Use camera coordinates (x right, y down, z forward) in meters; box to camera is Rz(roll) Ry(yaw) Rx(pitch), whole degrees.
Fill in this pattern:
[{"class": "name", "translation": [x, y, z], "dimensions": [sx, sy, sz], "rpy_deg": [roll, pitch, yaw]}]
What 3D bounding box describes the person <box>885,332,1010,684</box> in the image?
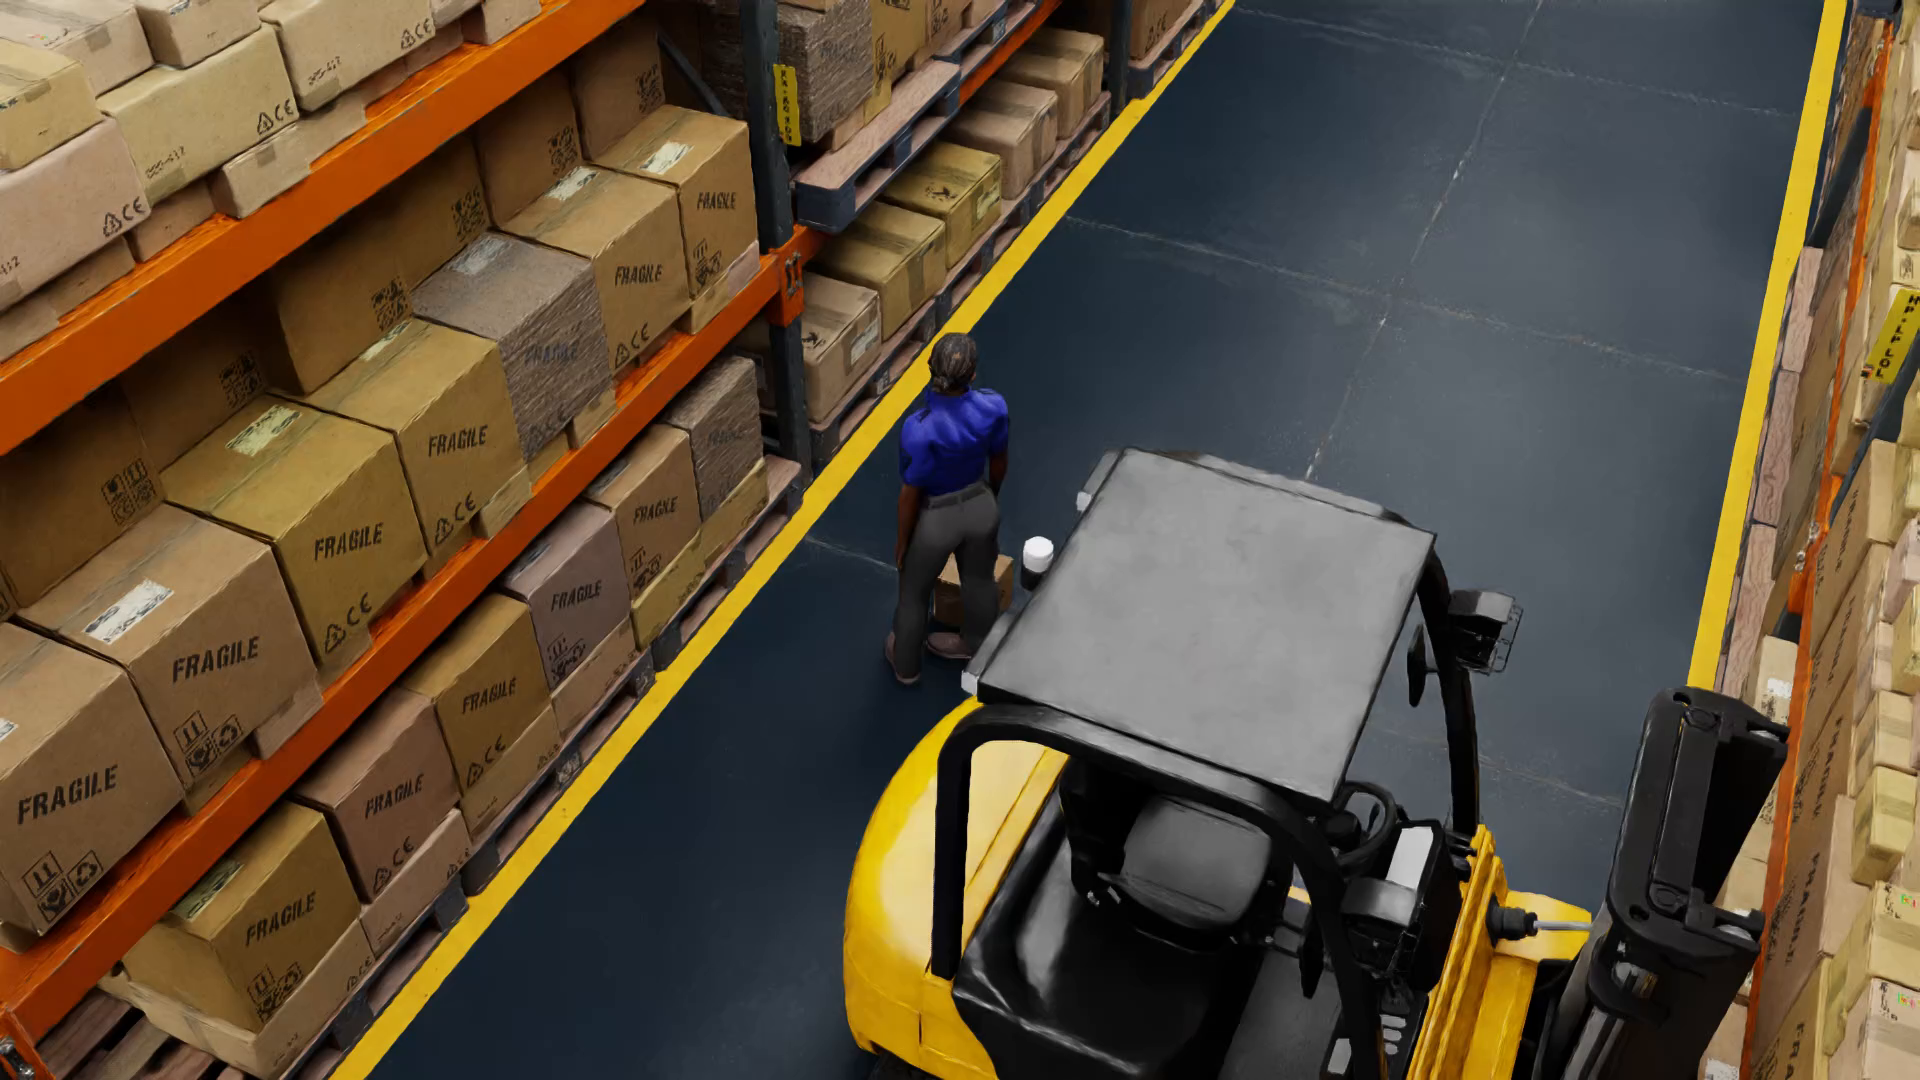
[{"class": "person", "translation": [-0.066, -0.118, 6.276], "dimensions": [0.486, 1.662, 0.438], "rpy_deg": [-20, 46, -20]}]
